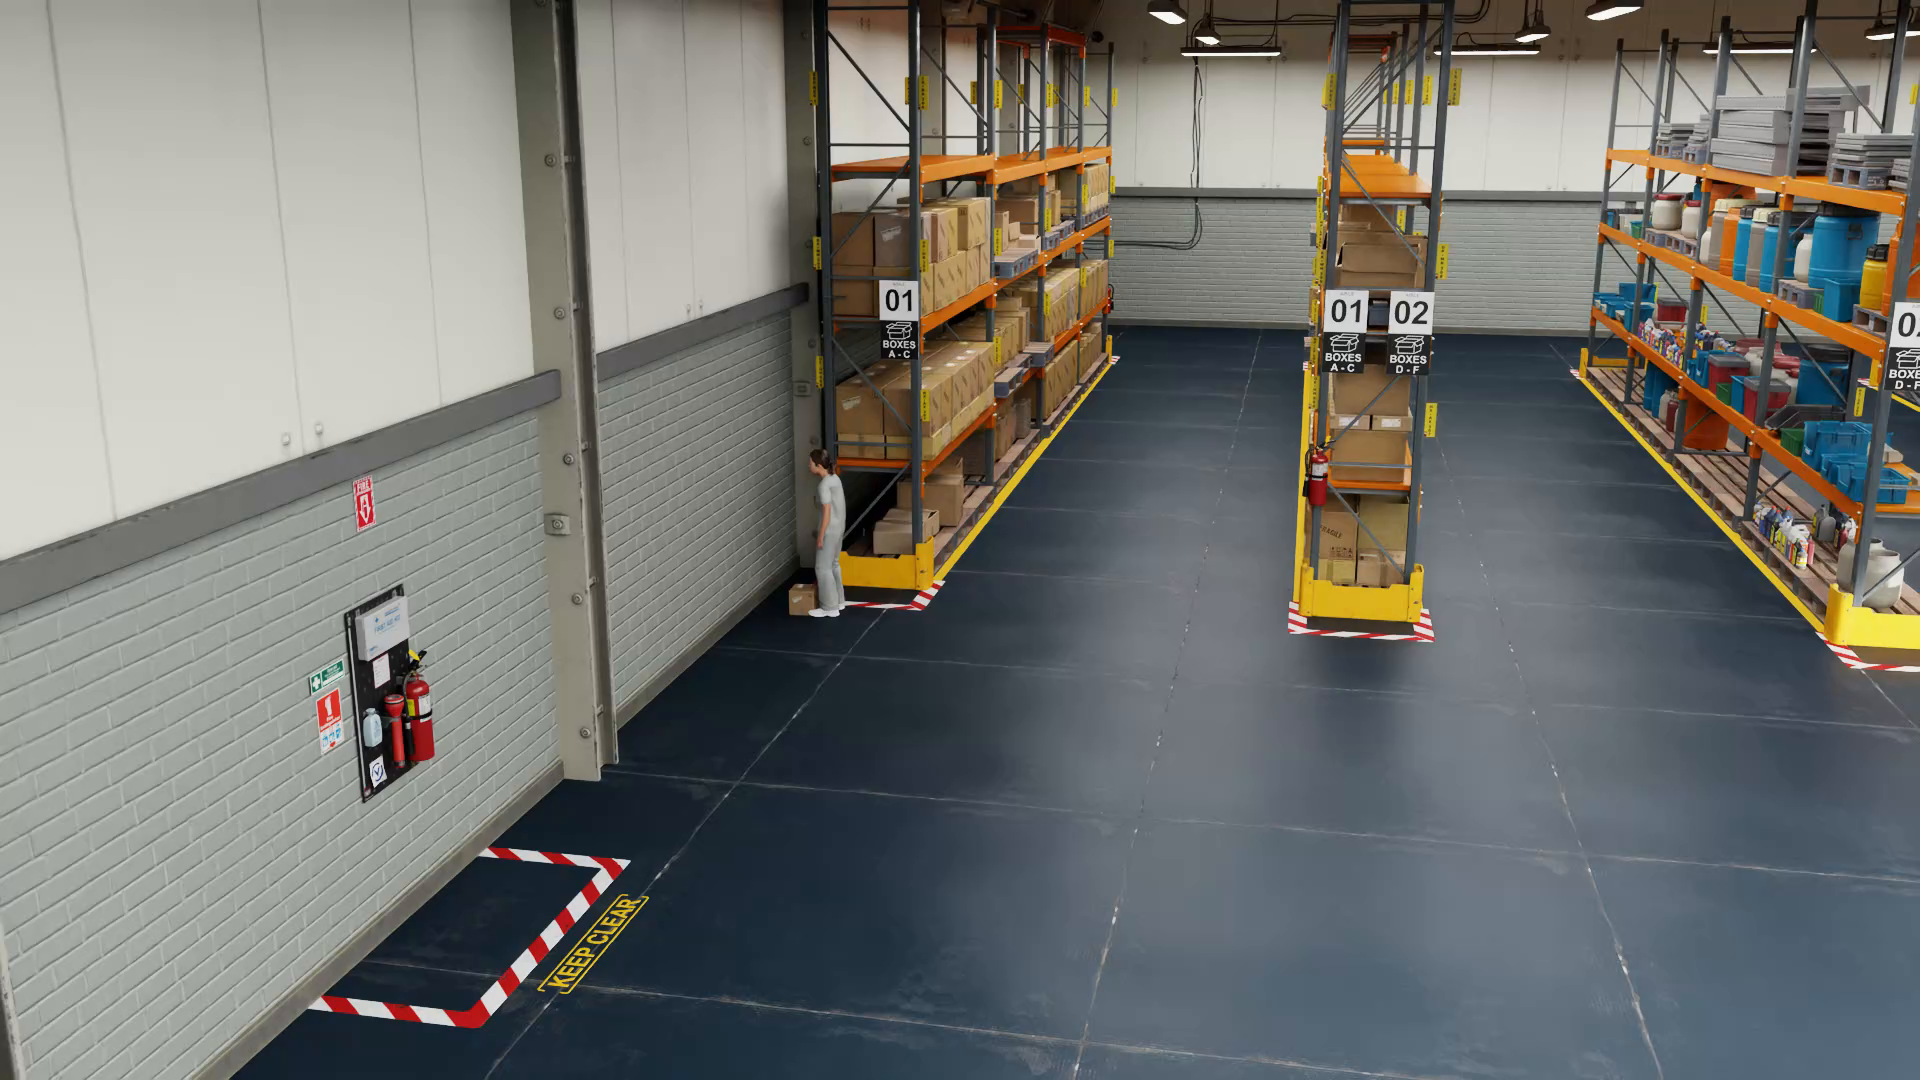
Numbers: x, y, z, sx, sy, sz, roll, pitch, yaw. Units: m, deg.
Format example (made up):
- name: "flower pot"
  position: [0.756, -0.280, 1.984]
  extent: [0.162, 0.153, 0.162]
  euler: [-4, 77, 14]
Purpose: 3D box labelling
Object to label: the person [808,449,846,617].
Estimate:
- name: "person"
  position: [-1.306, -0.082, 16.329]
  extent: [0.363, 1.672, 0.514]
  euler: [2, 15, 8]
